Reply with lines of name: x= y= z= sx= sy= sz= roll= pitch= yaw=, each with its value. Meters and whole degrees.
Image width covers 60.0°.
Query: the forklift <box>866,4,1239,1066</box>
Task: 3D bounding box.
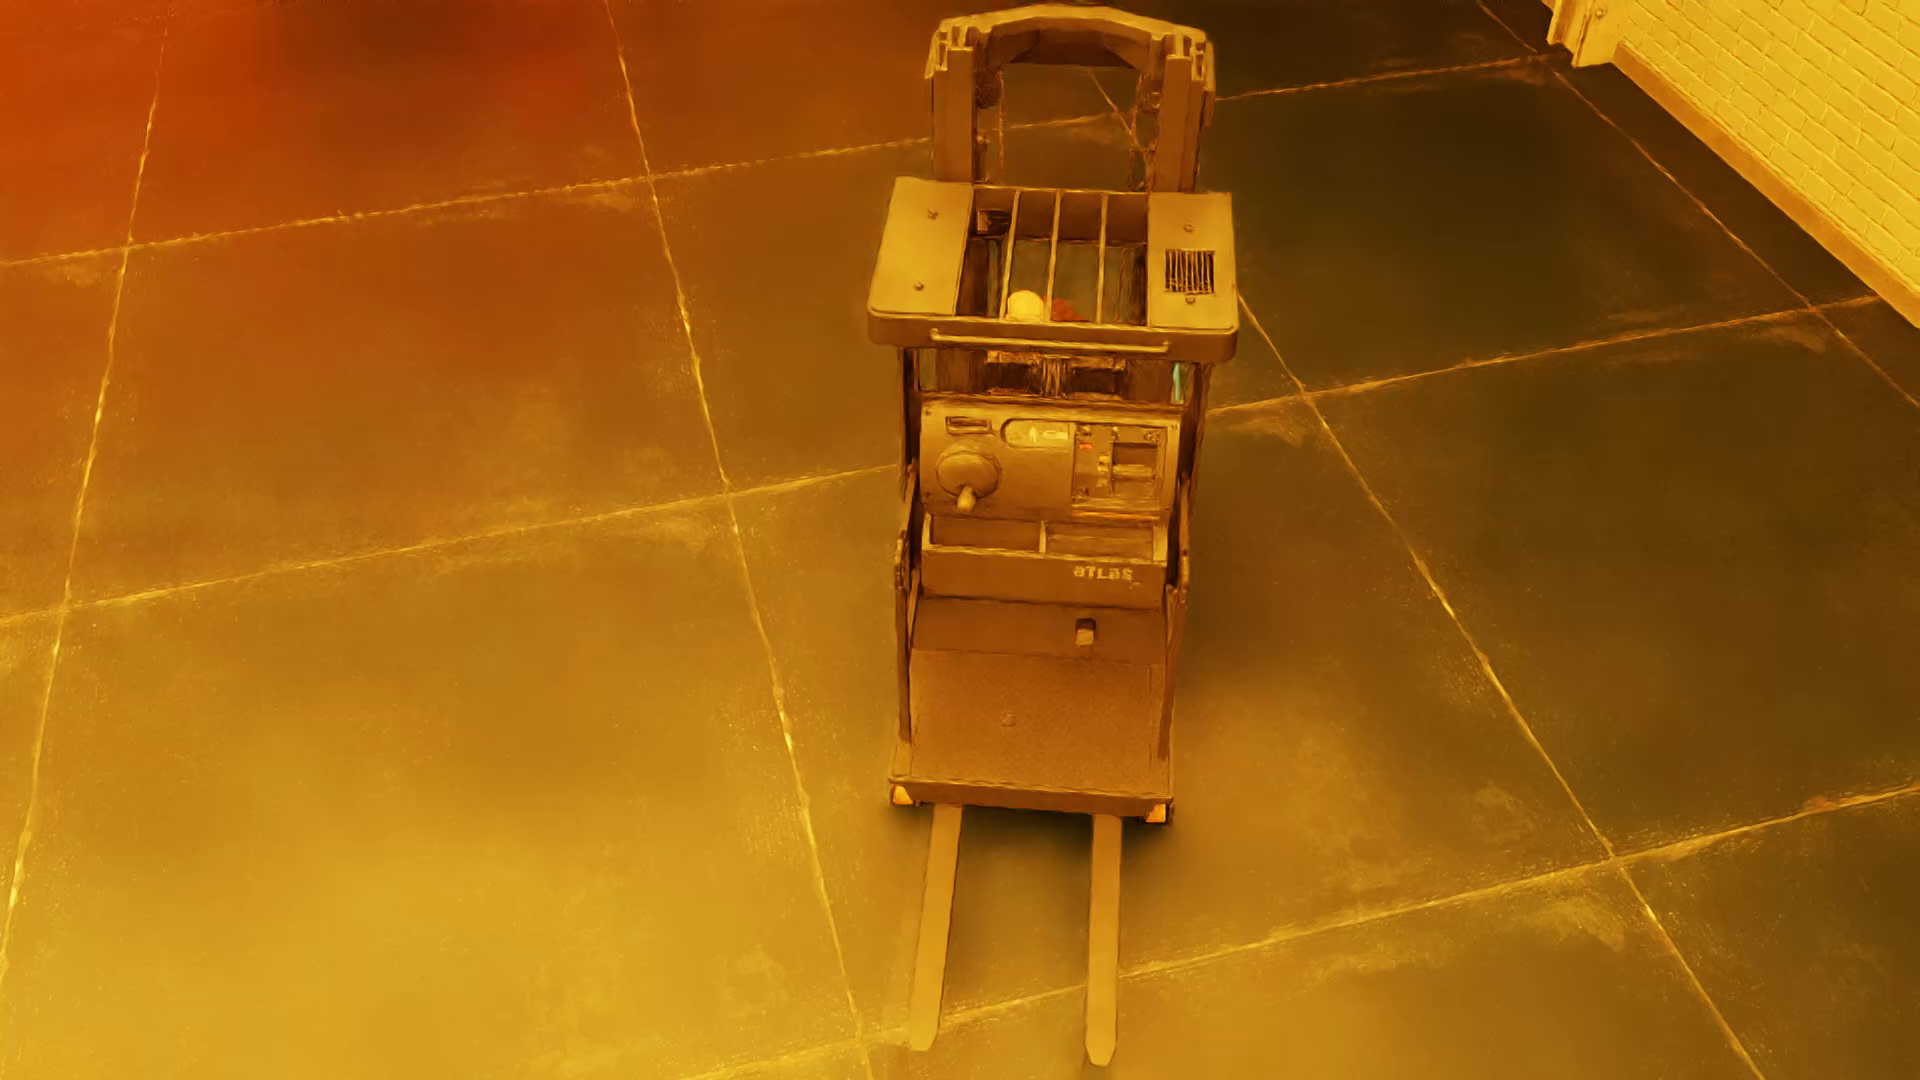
forklift: x=0.304 y=-0.194 z=5.850 sx=1.130 sy=2.935 sz=3.031 roll=4 pitch=44 yaw=4

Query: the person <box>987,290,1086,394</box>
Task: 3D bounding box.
person: x=0.441 y=-0.397 z=6.919 sx=0.798 sy=1.414 sz=0.868 roll=30 pitch=51 yaw=28
